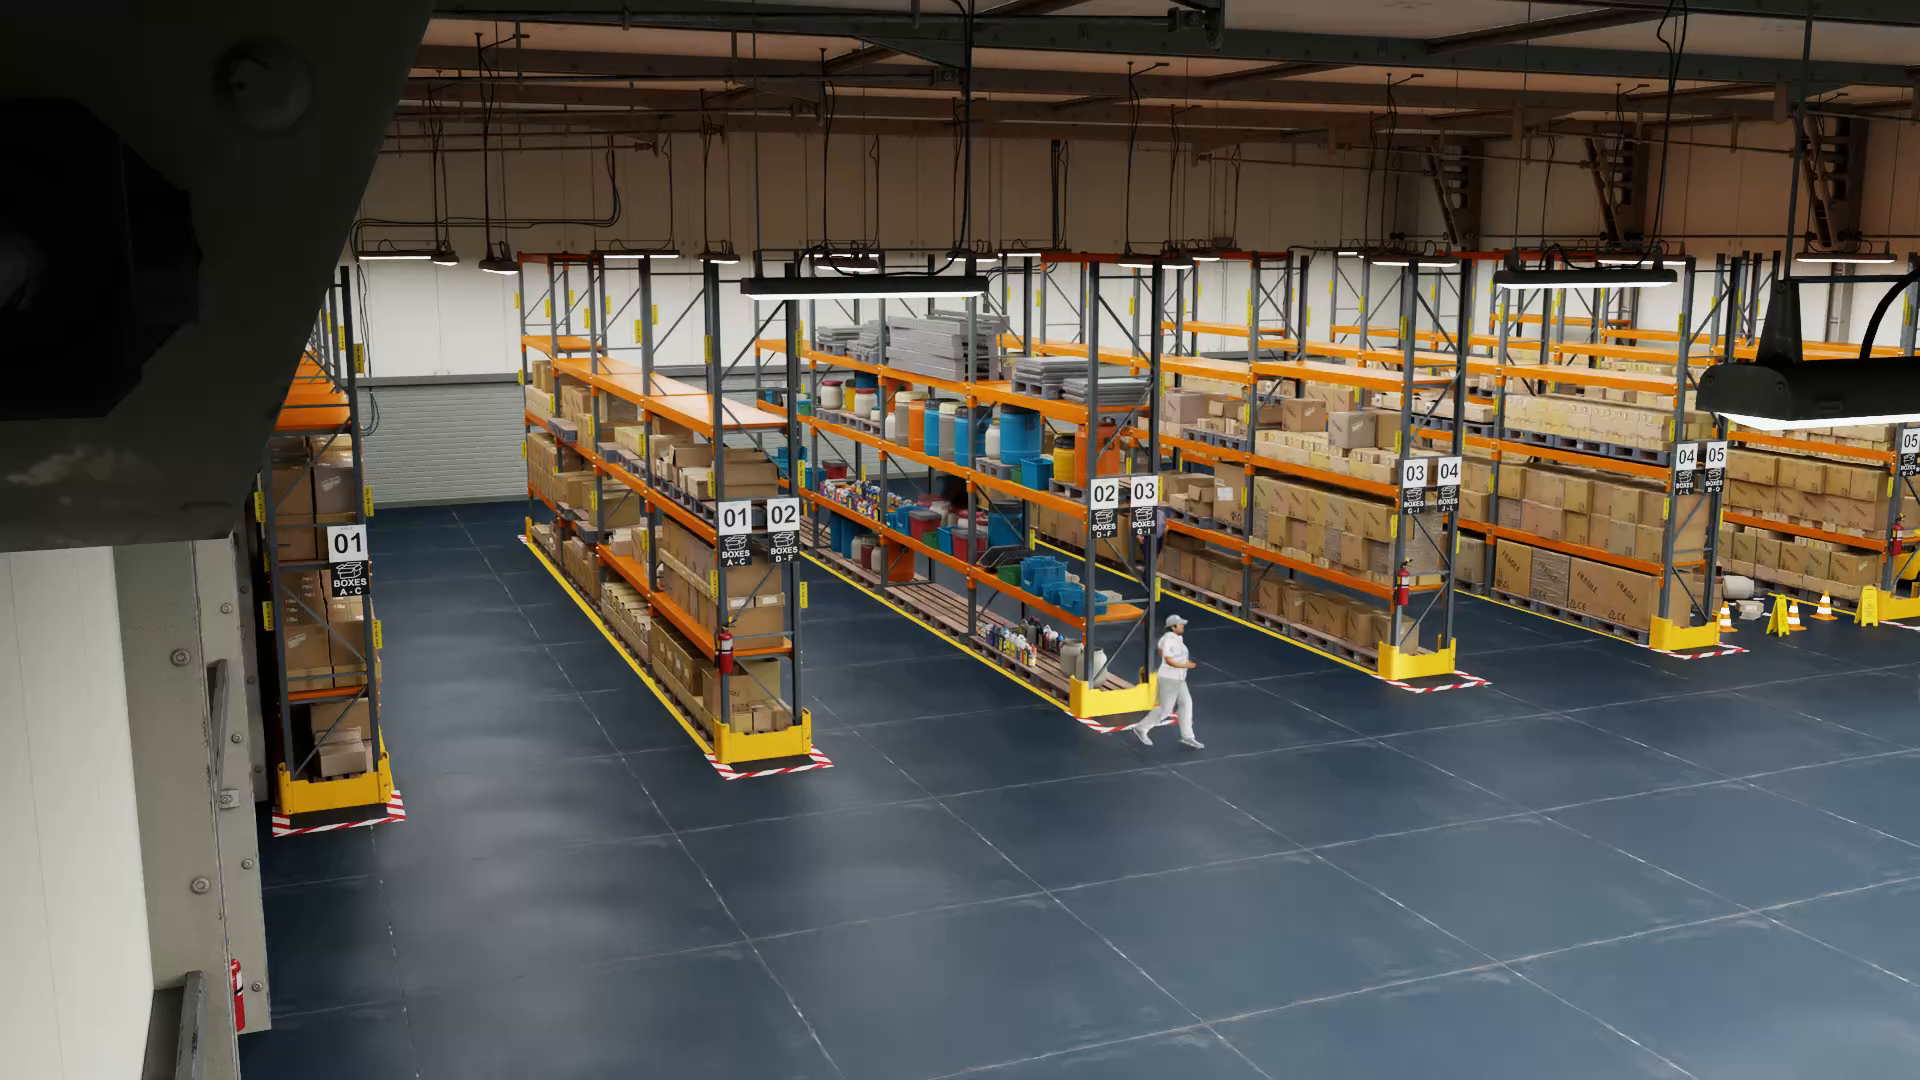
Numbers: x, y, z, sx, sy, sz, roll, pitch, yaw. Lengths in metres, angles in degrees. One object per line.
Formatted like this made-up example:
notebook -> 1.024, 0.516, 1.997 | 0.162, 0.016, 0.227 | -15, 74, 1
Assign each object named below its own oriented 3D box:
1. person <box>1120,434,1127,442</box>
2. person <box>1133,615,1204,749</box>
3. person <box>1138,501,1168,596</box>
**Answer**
person -> 3.761, -1.734, 39.330 | 0.727, 1.707, 0.937 | -3, 11, -16
person -> 2.630, 1.759, 20.790 | 0.885, 1.669, 0.620 | 2, 11, 13
person -> 3.282, 0.103, 28.385 | 0.623, 1.709, 0.804 | -5, 12, -27
